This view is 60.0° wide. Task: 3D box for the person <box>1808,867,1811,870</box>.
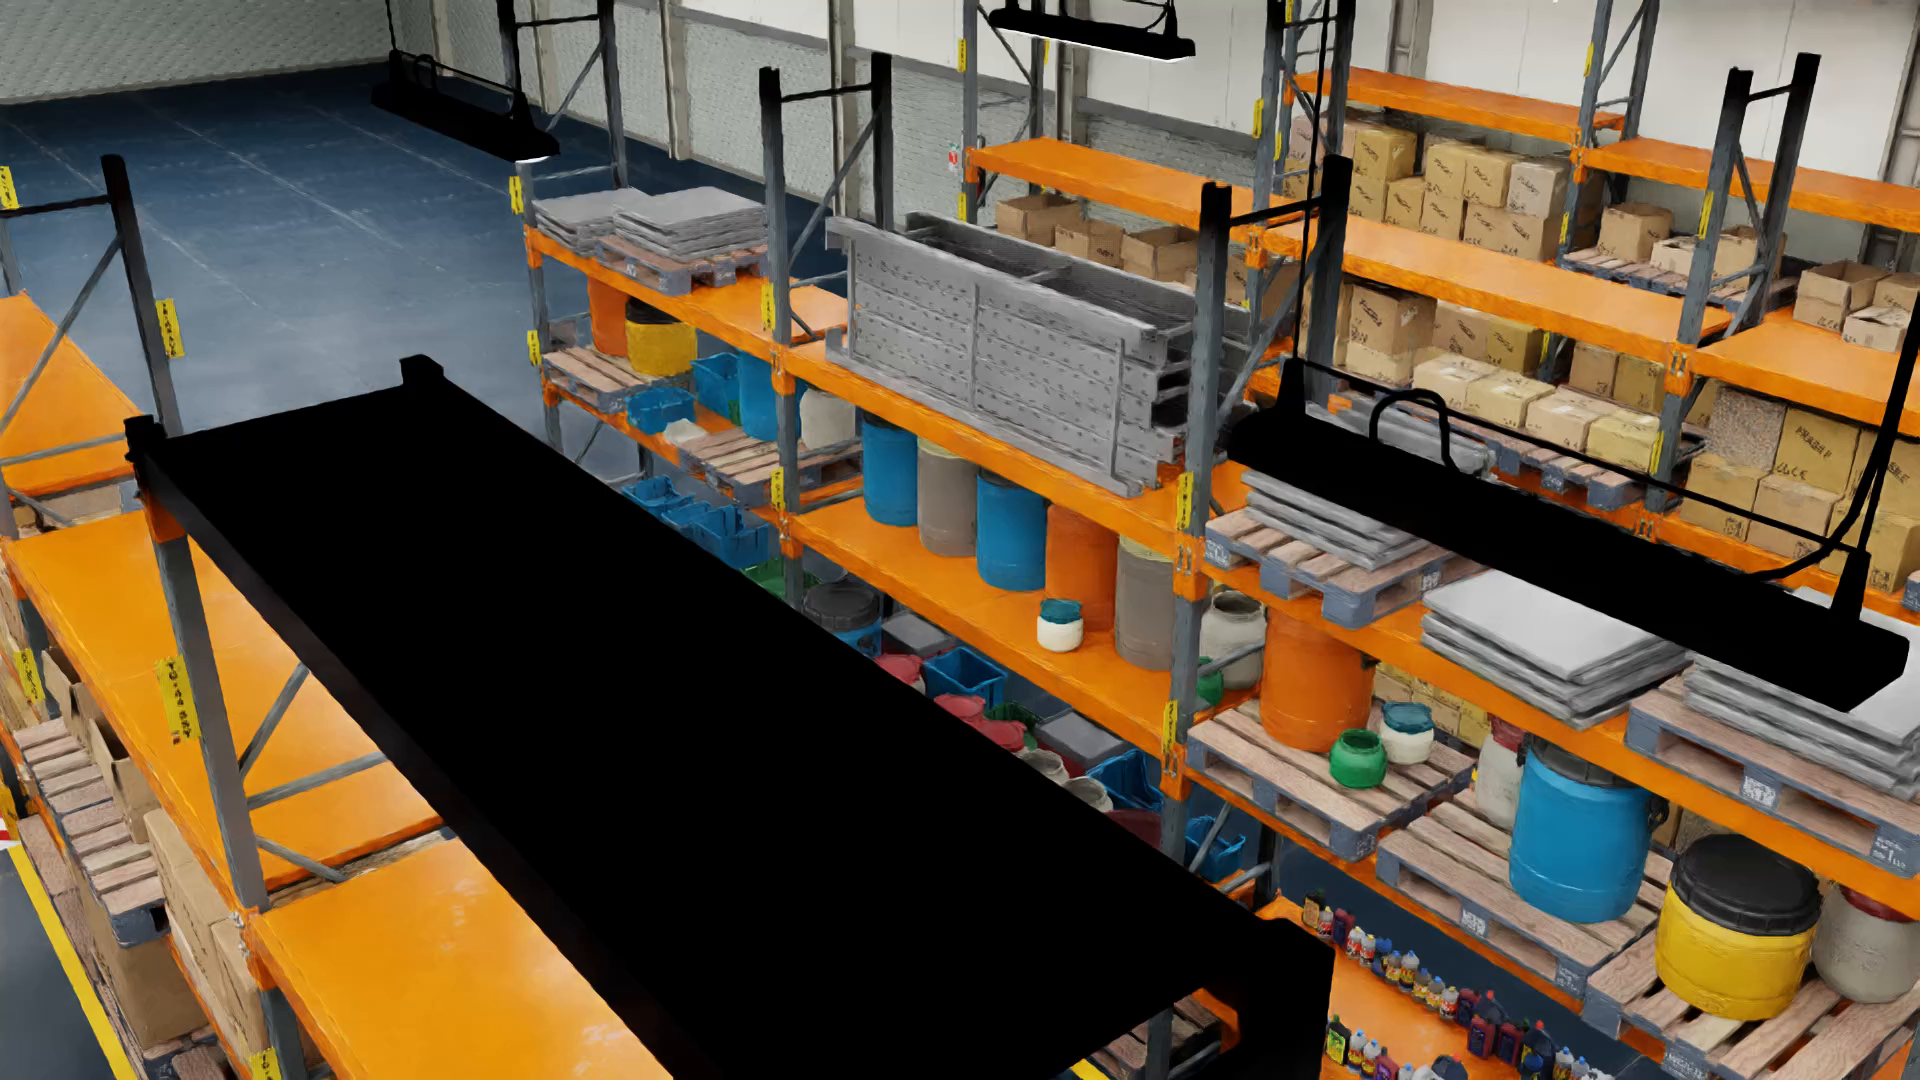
[{"bbox_3d":[5.349,2.524,11.081,0.582,1.686,1.104,-21,33,-36],"label":"person"}]
